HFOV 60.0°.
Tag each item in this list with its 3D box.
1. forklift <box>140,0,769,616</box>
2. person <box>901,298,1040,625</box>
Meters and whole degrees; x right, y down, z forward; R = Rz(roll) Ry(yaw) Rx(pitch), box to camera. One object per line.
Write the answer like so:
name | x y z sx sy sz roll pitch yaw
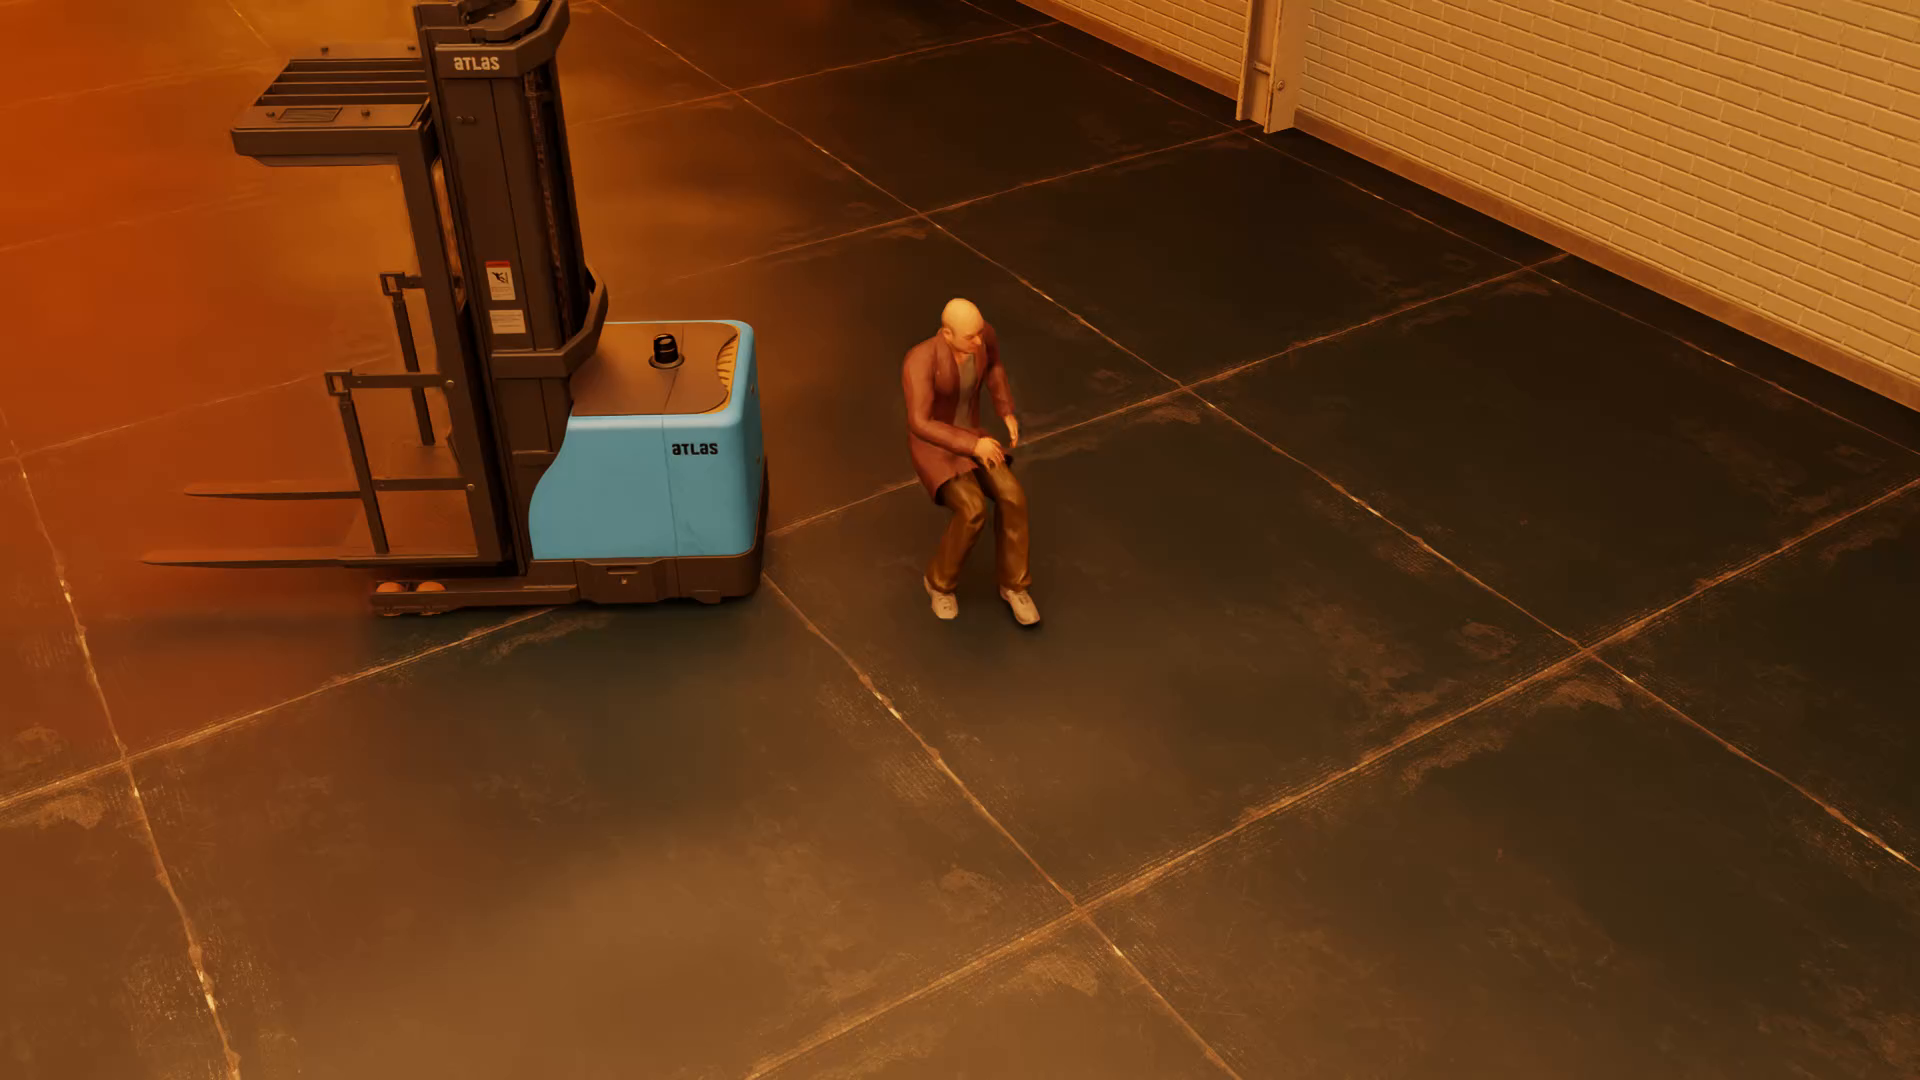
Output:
forklift | -2.526 -1.136 7.764 3.031 2.935 1.130 -1 35 -2
person | 0.130 -0.393 8.018 0.947 1.565 0.833 29 45 35
